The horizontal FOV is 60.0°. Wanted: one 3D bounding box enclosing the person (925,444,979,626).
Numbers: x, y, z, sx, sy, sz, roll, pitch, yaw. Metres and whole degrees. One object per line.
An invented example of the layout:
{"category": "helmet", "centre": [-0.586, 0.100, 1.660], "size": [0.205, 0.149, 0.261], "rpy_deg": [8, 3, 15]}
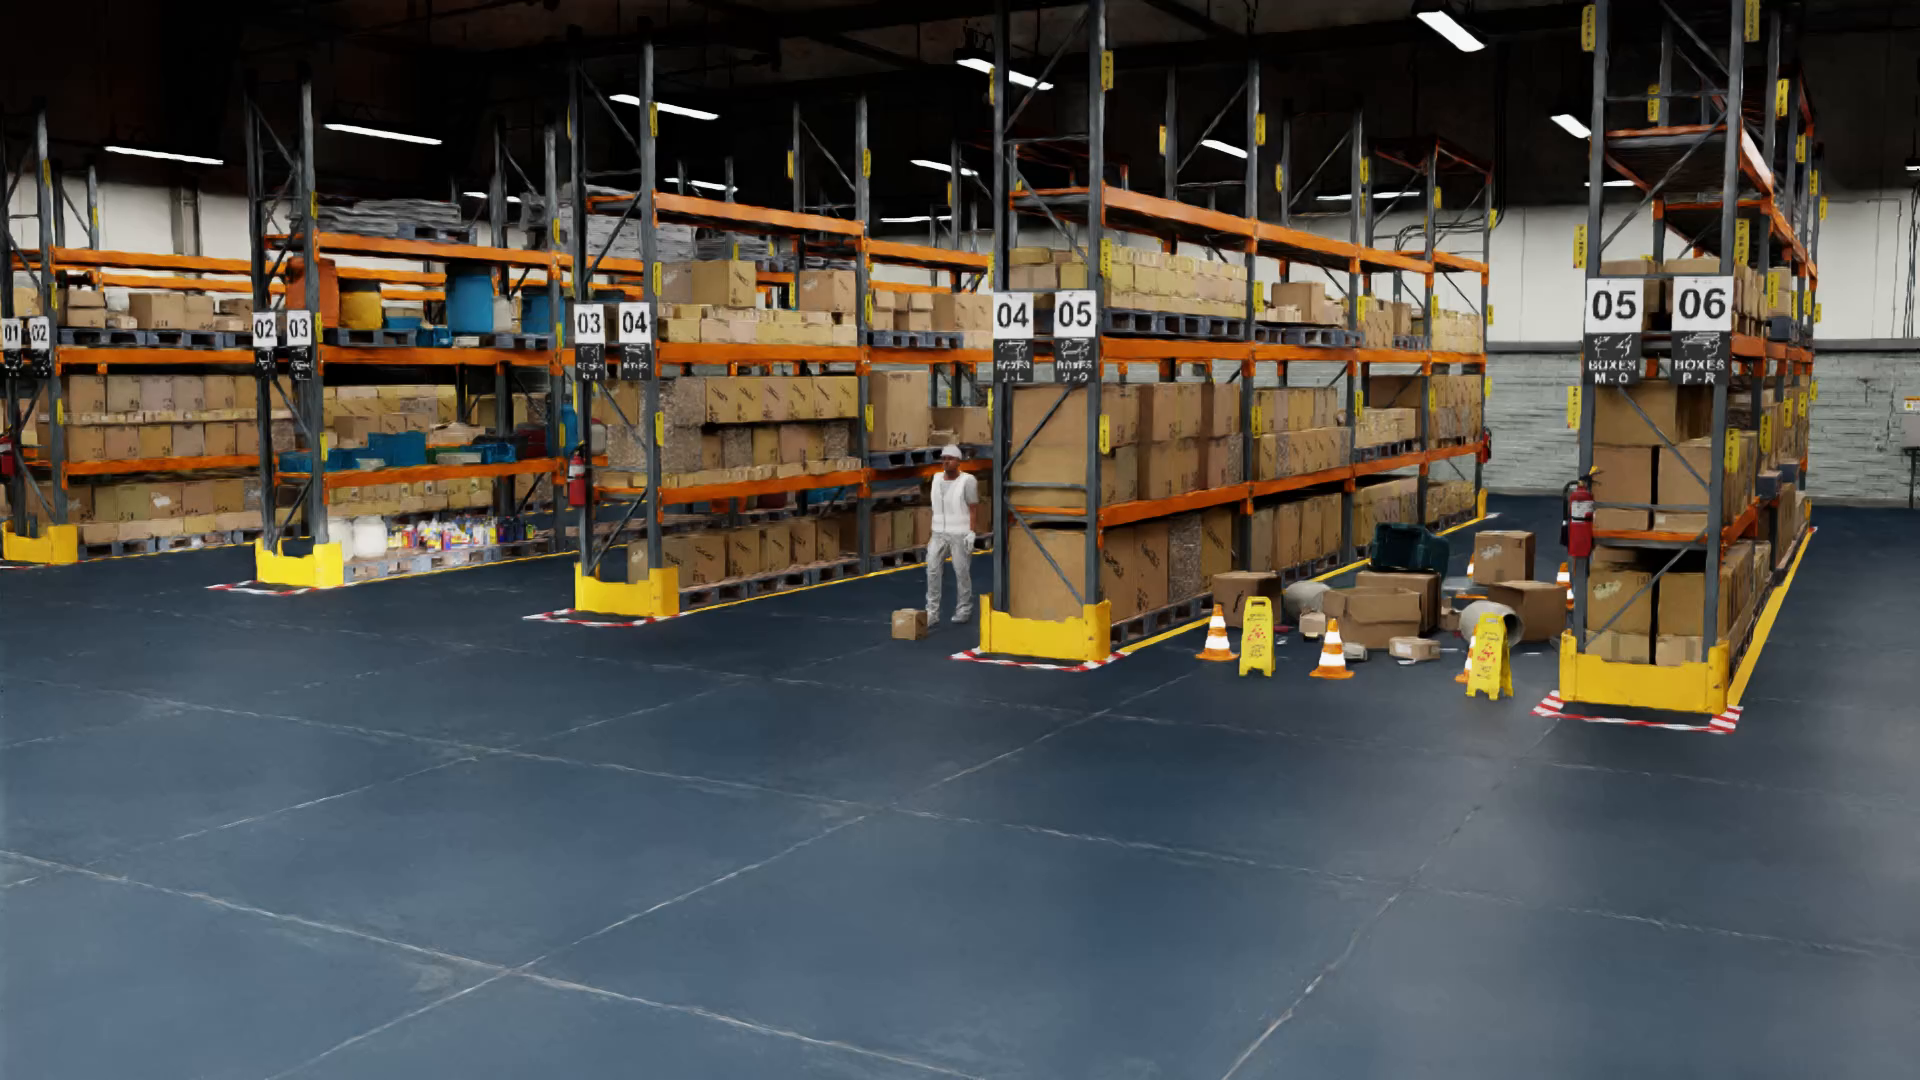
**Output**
{"category": "person", "centre": [-0.103, -0.046, 16.424], "size": [0.560, 1.801, 0.583], "rpy_deg": [3, 7, 28]}
